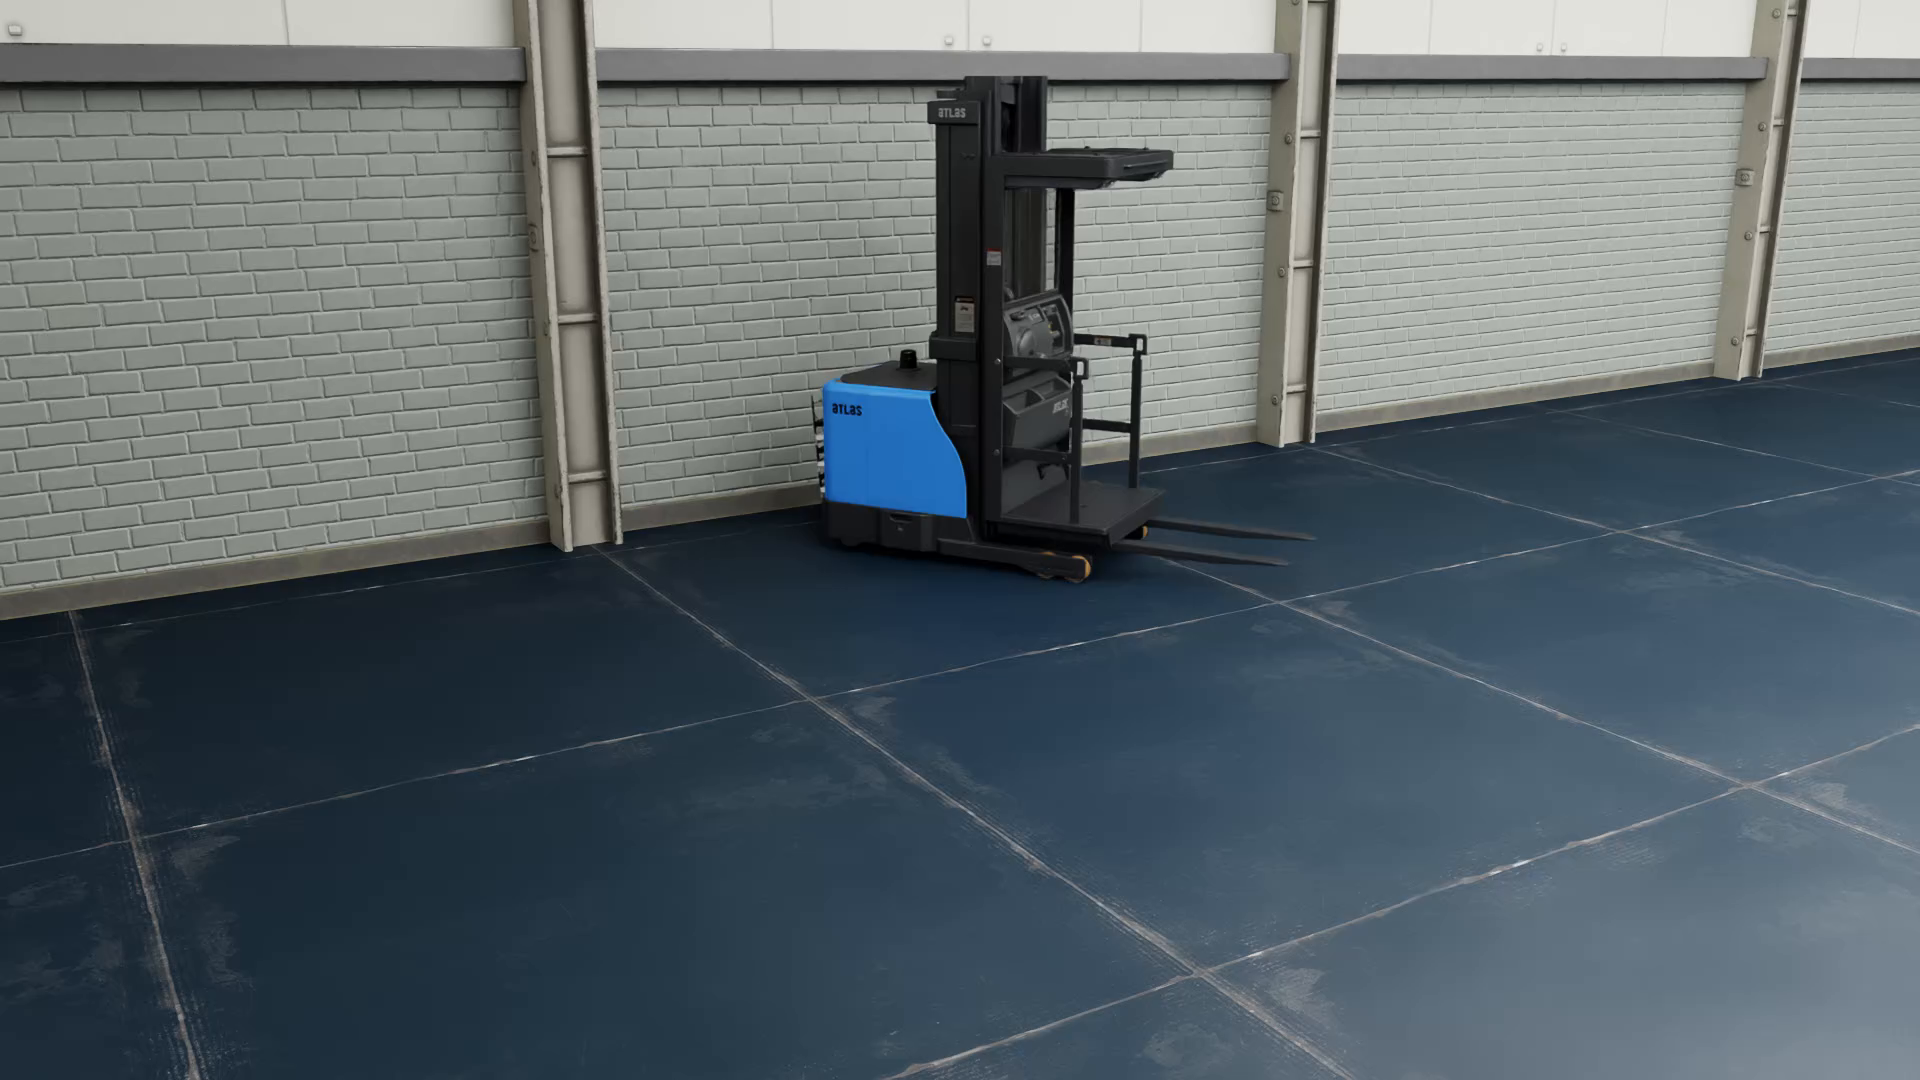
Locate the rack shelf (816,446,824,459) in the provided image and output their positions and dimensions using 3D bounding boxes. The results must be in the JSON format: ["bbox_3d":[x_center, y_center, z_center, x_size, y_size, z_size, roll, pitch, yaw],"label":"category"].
[{"bbox_3d":[-0.818,-0.607,11.171,0.200,0.077,0.258,1,15,22],"label":"rack shelf"}]

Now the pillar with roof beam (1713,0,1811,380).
[{"bbox_3d":[10.063,-4.992,12.045,0.400,9.000,9.100,-9,18,-30],"label":"pillar with roof beam"}]

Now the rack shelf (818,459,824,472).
[{"bbox_3d":[-0.811,-0.520,11.193,0.200,0.077,0.258,1,15,22],"label":"rack shelf"}]

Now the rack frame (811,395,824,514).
[{"bbox_3d":[-0.908,-0.554,11.223,0.006,0.900,0.240,1,15,22],"label":"rack frame"}]

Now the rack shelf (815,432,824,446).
[{"bbox_3d":[-0.825,-0.694,11.150,0.200,0.077,0.258,1,15,22],"label":"rack shelf"}]

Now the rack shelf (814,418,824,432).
[{"bbox_3d":[-0.832,-0.781,11.128,0.200,0.077,0.258,1,15,22],"label":"rack shelf"}]

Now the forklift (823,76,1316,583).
[{"bbox_3d":[0.669,-1.315,10.170,3.031,2.935,1.130,8,17,25],"label":"forklift"}]

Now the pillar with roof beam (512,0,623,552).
[{"bbox_3d":[-0.224,-3.324,6.095,0.400,9.000,9.100,-9,18,-30],"label":"pillar with roof beam"}]

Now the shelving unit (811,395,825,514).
[{"bbox_3d":[-0.814,-0.552,11.185,0.210,0.900,0.258,1,15,22],"label":"shelving unit"}]

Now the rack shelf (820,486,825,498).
[{"bbox_3d":[-0.797,-0.346,11.236,0.200,0.077,0.258,1,15,22],"label":"rack shelf"}]

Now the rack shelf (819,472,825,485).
[{"bbox_3d":[-0.804,-0.433,11.214,0.200,0.077,0.258,1,15,22],"label":"rack shelf"}]

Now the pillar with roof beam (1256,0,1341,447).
[{"bbox_3d":[4.920,-4.158,9.070,0.400,9.000,9.100,-9,18,-30],"label":"pillar with roof beam"}]
